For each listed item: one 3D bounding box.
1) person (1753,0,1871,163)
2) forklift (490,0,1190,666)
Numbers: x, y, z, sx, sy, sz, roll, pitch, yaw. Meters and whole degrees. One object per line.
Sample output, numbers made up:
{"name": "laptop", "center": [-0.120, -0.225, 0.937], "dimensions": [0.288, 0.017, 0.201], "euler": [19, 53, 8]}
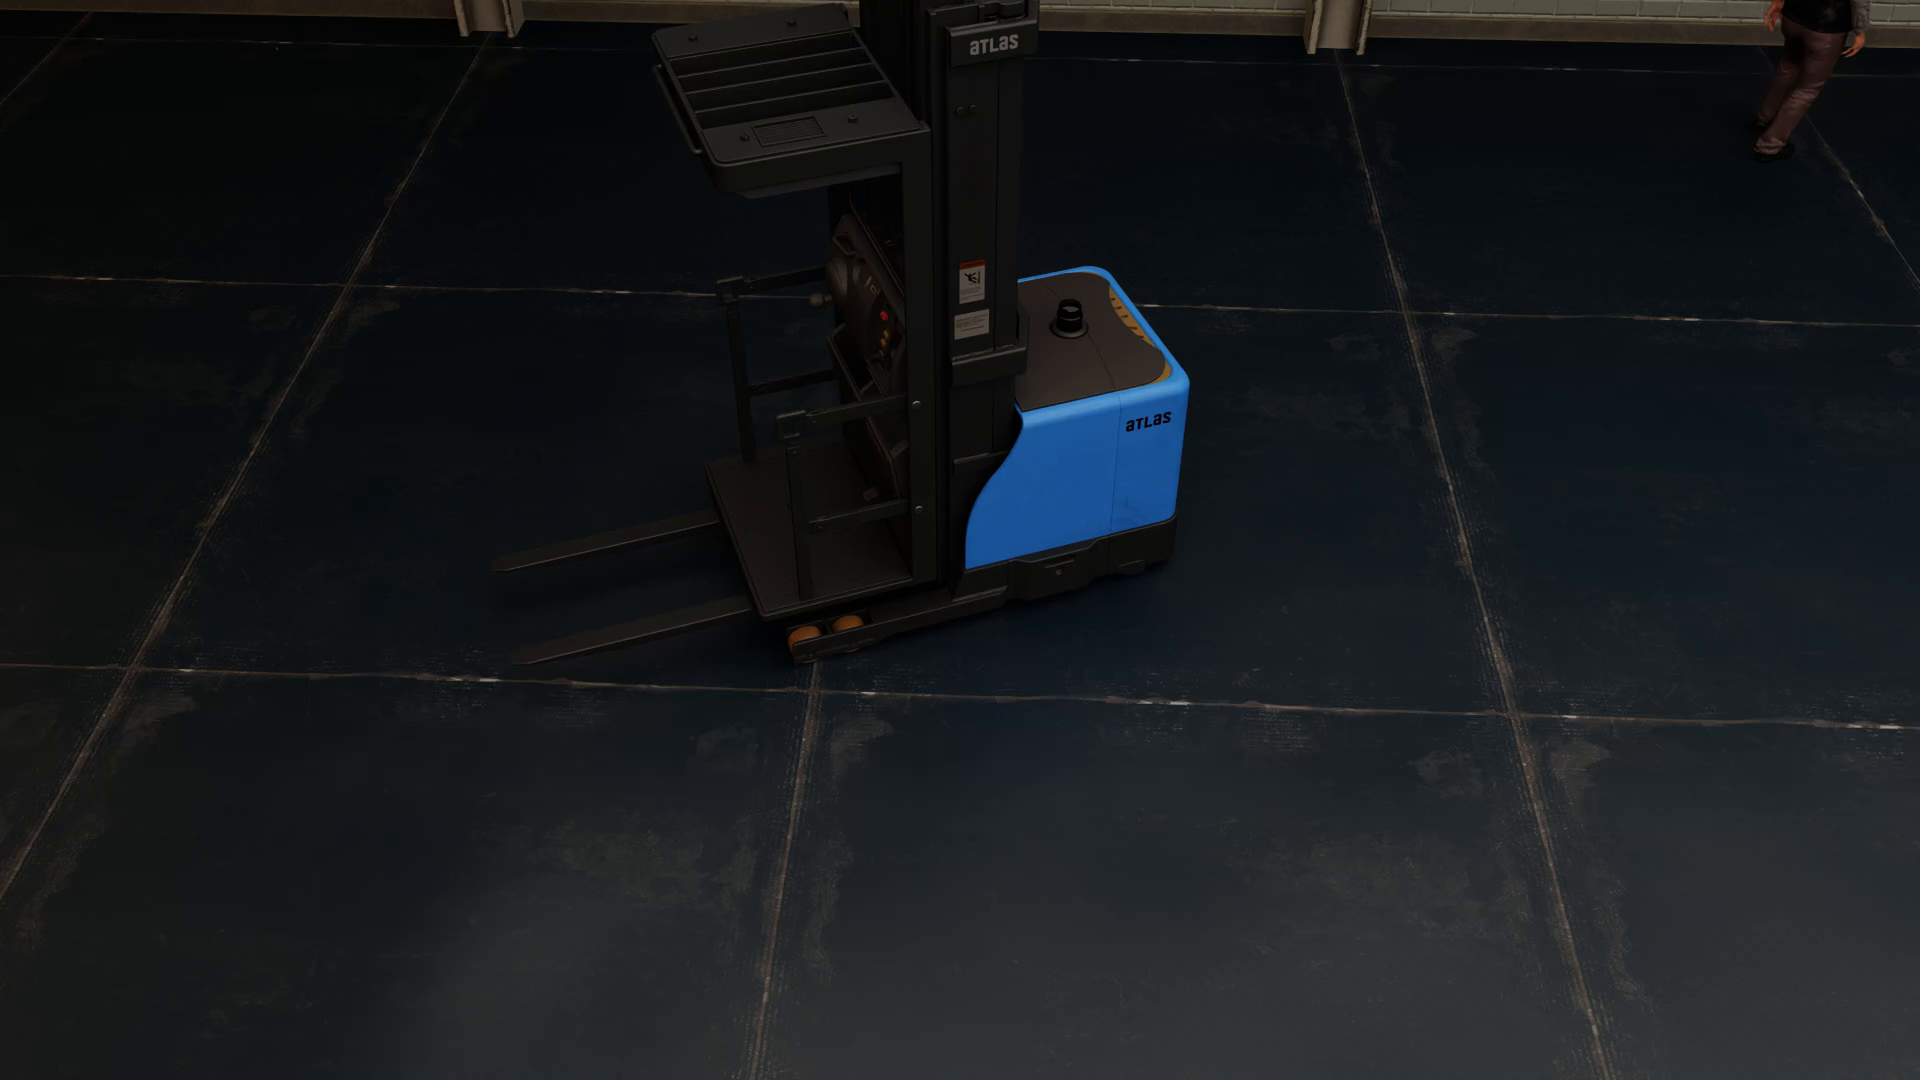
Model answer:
{"name": "person", "center": [5.250, -3.141, 10.138], "dimensions": [0.562, 1.763, 0.623], "euler": [-17, 45, -18]}
{"name": "forklift", "center": [-0.573, -0.945, 6.778], "dimensions": [3.031, 2.935, 1.130], "euler": [-13, 44, -14]}
